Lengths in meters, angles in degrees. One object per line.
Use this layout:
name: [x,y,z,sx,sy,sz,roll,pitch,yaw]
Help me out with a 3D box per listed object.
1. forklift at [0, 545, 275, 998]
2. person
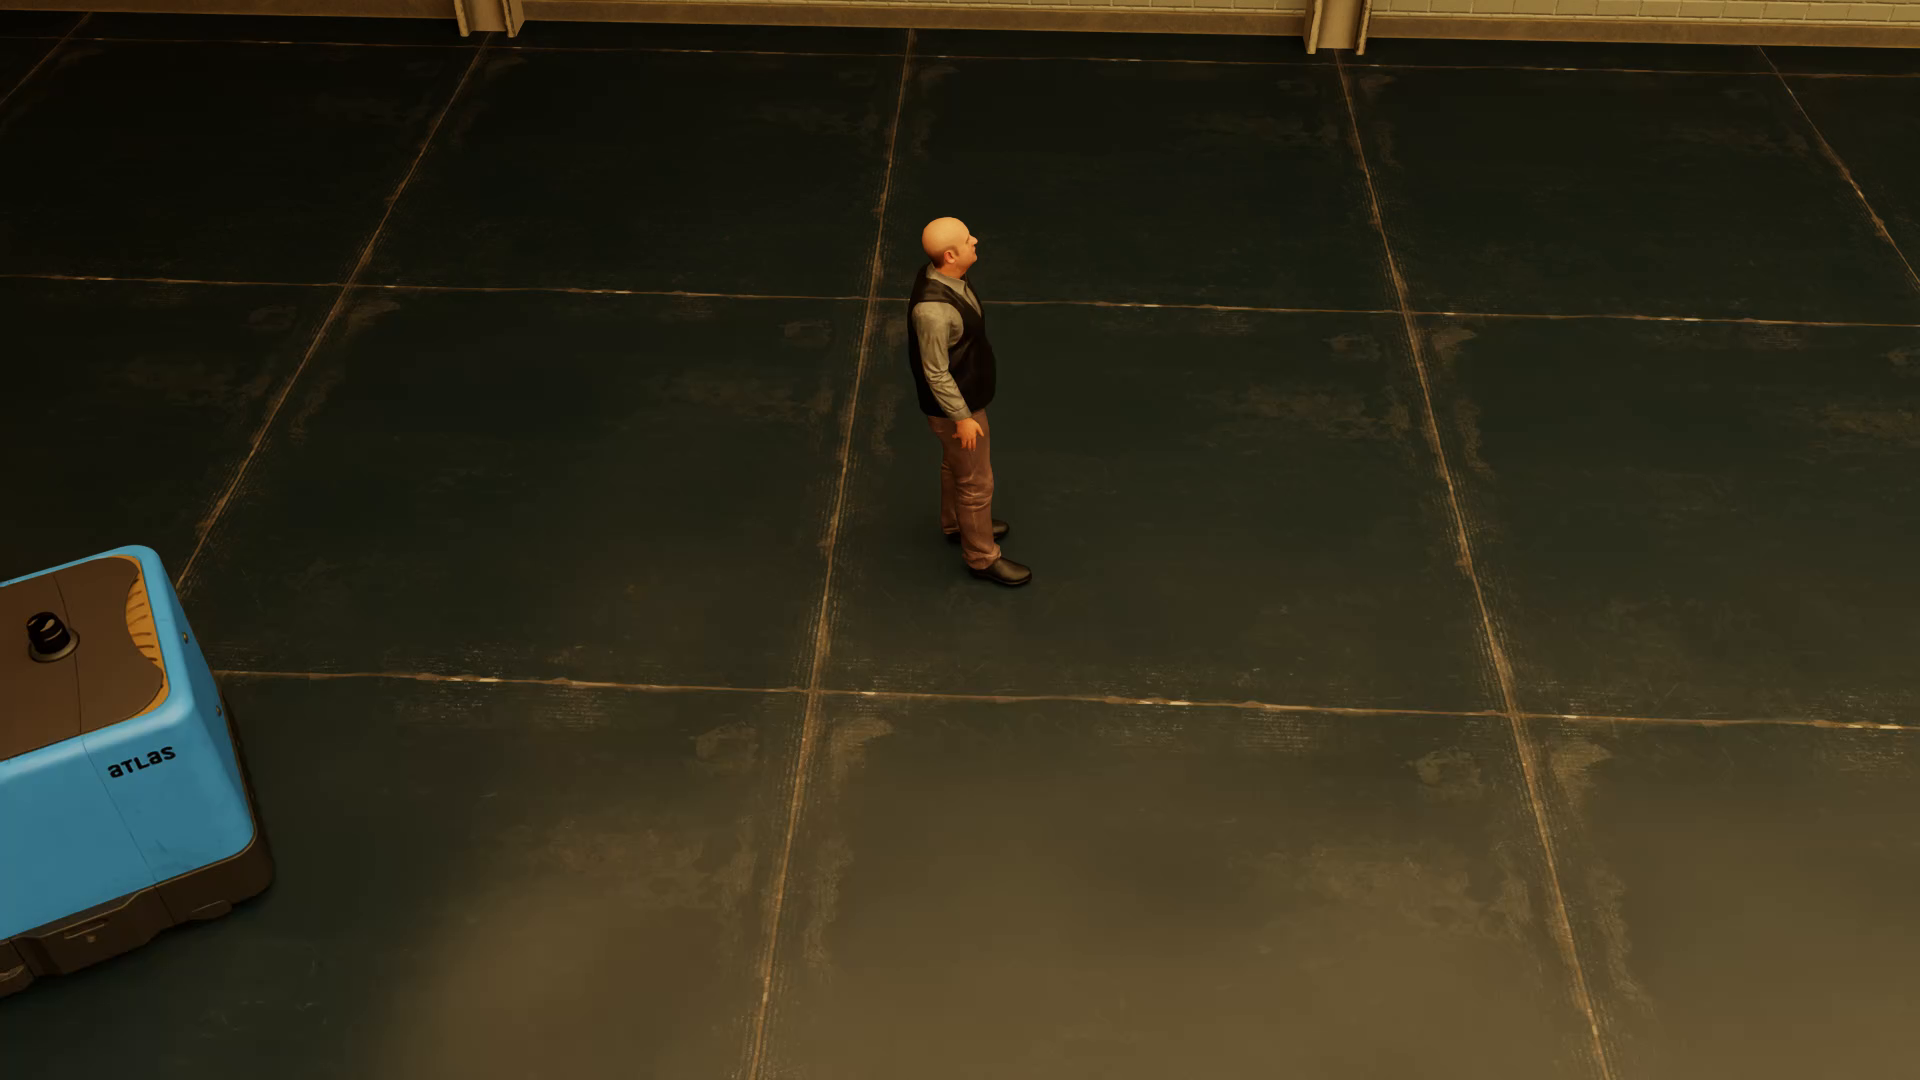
forklift: [-4.186,0.455,5.244,3.031,2.935,1.130,-19,46,-20]
person: [0.061,-0.634,7.323,0.568,1.720,0.632,2,42,2]
